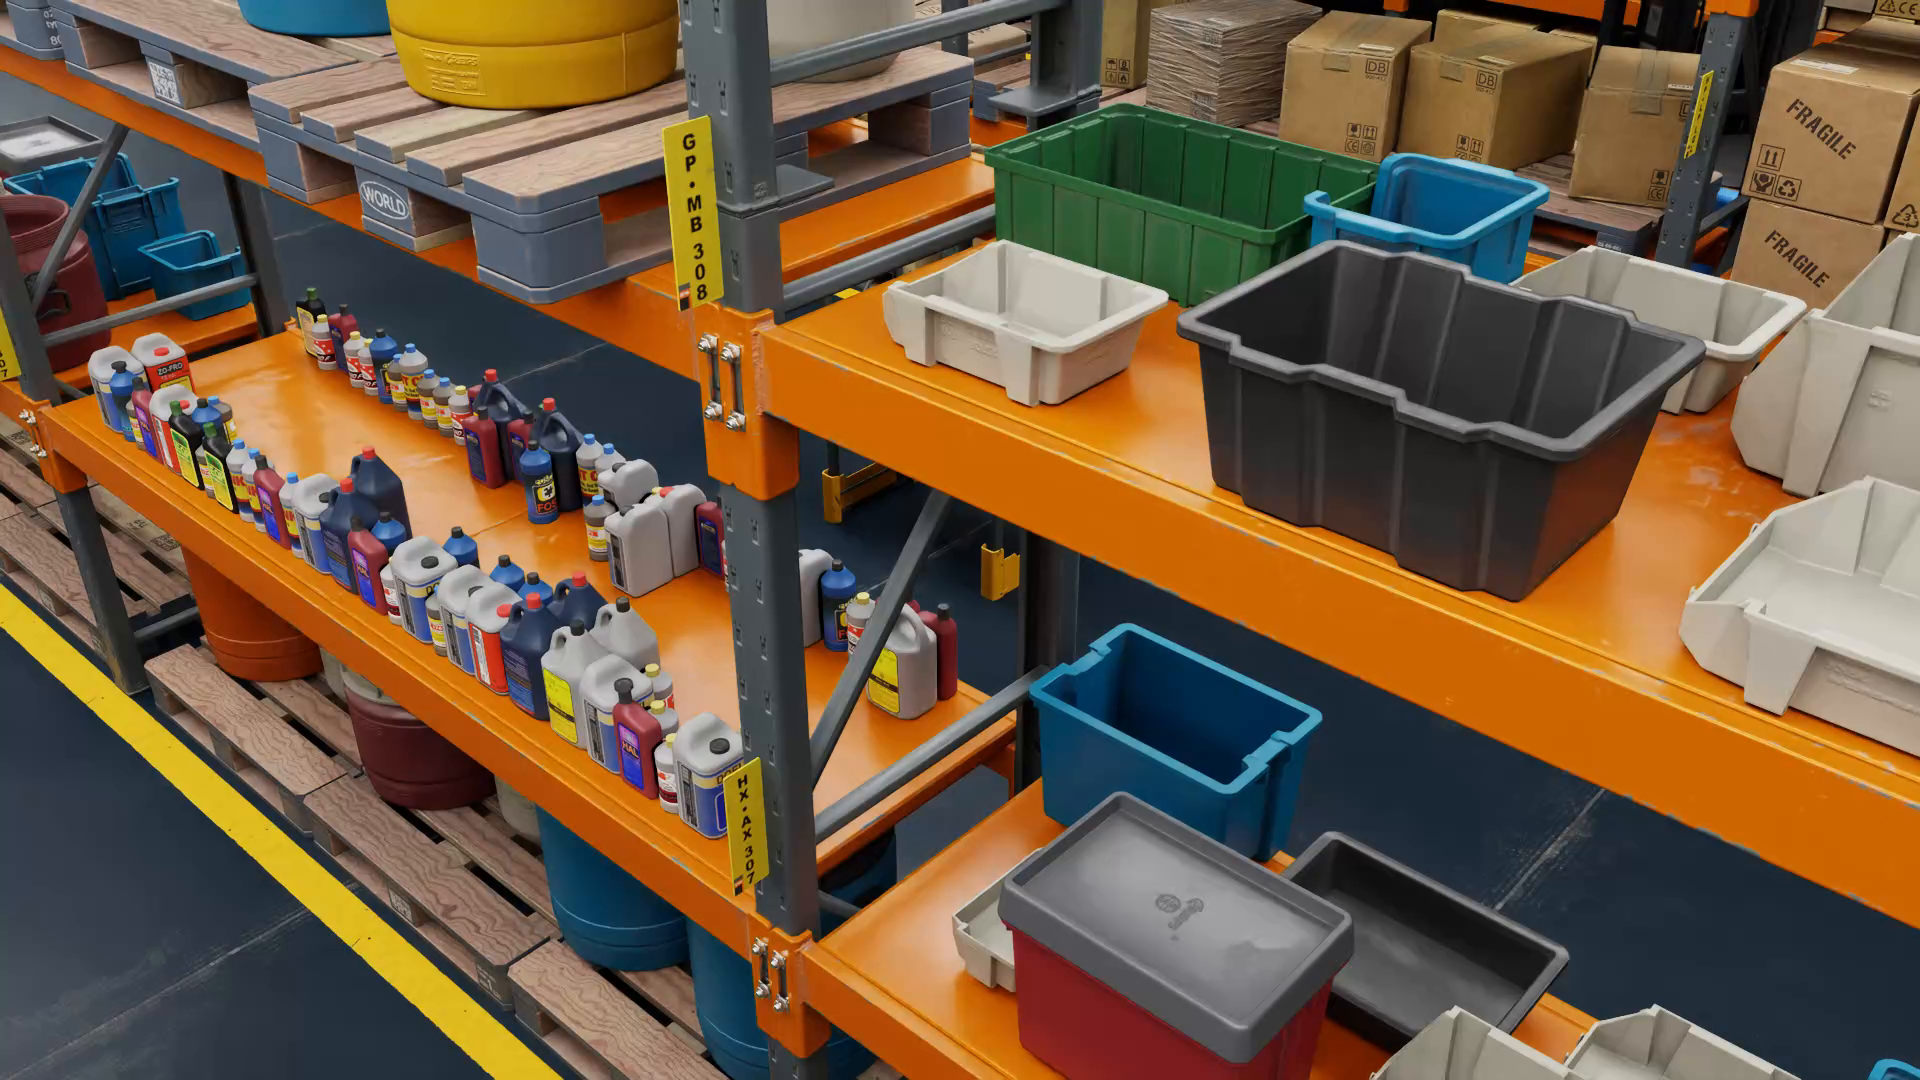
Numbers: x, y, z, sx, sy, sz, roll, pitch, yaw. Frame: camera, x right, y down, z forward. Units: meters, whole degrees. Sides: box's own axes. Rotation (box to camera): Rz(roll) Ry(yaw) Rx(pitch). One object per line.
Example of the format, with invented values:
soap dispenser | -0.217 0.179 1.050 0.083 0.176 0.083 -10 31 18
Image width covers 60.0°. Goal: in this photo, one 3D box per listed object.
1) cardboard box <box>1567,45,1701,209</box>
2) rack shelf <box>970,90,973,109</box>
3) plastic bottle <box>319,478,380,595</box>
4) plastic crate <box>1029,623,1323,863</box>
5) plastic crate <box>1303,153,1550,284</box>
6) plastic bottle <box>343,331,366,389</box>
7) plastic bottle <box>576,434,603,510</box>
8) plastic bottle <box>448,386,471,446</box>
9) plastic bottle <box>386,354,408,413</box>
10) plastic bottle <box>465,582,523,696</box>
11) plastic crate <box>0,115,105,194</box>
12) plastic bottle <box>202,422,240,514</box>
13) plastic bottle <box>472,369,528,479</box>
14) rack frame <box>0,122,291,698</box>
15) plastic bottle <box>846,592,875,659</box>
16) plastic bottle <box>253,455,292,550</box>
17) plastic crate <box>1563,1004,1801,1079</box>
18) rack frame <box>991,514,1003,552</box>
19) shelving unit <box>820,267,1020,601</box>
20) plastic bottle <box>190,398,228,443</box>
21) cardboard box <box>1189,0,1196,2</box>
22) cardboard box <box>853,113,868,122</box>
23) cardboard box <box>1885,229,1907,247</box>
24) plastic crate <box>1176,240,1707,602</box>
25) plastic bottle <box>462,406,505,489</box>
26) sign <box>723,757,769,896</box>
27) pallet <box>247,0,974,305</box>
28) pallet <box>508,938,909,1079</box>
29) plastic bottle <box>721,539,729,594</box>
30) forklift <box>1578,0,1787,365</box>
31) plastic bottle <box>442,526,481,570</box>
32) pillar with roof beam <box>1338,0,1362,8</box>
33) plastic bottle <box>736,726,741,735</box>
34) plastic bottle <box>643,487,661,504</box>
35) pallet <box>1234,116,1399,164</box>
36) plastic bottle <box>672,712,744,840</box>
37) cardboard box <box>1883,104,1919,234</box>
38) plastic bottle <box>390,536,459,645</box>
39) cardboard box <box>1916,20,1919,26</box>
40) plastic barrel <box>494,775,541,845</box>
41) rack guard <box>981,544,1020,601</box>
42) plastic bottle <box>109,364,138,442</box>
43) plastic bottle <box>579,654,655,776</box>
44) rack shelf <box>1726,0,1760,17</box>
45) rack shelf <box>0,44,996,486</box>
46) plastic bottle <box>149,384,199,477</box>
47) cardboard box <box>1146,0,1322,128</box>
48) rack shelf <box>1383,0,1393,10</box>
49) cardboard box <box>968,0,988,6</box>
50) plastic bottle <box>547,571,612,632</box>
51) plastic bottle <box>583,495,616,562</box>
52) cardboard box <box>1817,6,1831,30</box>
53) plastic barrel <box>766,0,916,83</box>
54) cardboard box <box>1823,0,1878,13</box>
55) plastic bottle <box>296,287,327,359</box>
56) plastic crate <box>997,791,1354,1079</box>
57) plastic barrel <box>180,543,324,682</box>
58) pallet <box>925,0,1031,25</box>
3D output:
cardboard box | 3.041 -1.841 7.396 0.500 0.500 0.700 12 33 19
rack shelf | -1.207 -3.137 10.751 4.000 0.370 1.077 25 39 35
plastic bottle | -1.803 -0.029 4.938 0.185 0.351 0.144 25 39 35
plastic crate | 0.490 0.536 3.908 0.575 0.384 0.392 25 39 35
plastic crate | 0.804 -0.497 2.920 0.300 0.233 0.416 25 39 35
plastic bottle | -2.220 -0.672 6.150 0.097 0.201 0.097 0 31 0
plastic bottle | -1.171 -0.212 5.318 0.097 0.271 0.097 0 31 0
plastic bottle | -1.715 -0.436 5.758 0.097 0.201 0.097 0 31 0
plastic bottle | -2.003 -0.571 5.982 0.097 0.201 0.097 0 31 0
plastic bottle | -1.239 0.263 4.525 0.135 0.276 0.152 25 39 35
plastic crate | -4.043 -1.564 7.378 0.583 0.464 0.402 25 39 35
plastic bottle | -2.364 -0.233 5.342 0.133 0.283 0.061 25 39 35
plastic bottle | -1.527 -0.396 5.547 0.185 0.351 0.144 25 39 35
rack frame | -3.051 -0.860 6.271 0.127 3.000 1.000 25 39 35
plastic bottle | -0.267 0.240 4.636 0.097 0.201 0.097 0 31 0
plastic bottle | -2.121 -0.120 5.154 0.133 0.283 0.061 25 39 35
plastic crate | 1.408 1.099 3.214 0.466 0.136 0.293 25 39 35
rack frame | 0.314 -0.496 7.120 0.032 1.500 0.500 25 39 35
shelving unit | -0.057 -0.669 7.407 1.083 1.500 0.587 25 39 35
plastic bottle | -2.495 -0.345 5.539 0.097 0.271 0.097 0 31 0
cardboard box | 2.337 -4.380 14.114 0.500 0.500 0.700 25 39 35
cardboard box | -0.687 -2.645 10.950 0.500 0.311 0.500 24 38 34
cardboard box | 3.819 -0.955 6.331 0.500 0.500 0.500 26 40 36
plastic crate | 0.652 -0.170 2.343 0.590 0.269 0.497 25 39 35
plastic bottle | -1.577 -0.319 5.485 0.133 0.283 0.061 25 39 35
sign | -0.455 0.615 3.552 0.005 0.325 0.100 25 39 35
pallet | -0.732 -0.914 3.635 1.003 0.211 1.213 25 39 35
pallet | -0.629 1.436 5.161 1.213 0.211 1.003 25 39 35
plastic bottle | -0.656 0.058 4.937 0.097 0.201 0.097 0 31 0
forklift | 4.073 -2.924 9.766 1.130 2.935 3.031 -9 32 -14
plastic bottle | -1.441 0.084 4.826 0.097 0.271 0.097 0 31 0
pillar with roof beam | 0.325 -6.354 9.579 0.400 9.000 9.100 25 39 35
plastic bottle | -0.524 0.542 4.134 0.097 0.201 0.097 0 31 0
plastic bottle | -0.927 -0.068 5.147 0.097 0.201 0.097 0 31 0
pallet | 1.721 -2.000 8.350 1.213 0.211 1.003 25 39 35
plastic bottle | -0.594 0.564 4.025 0.135 0.276 0.152 25 39 35
cardboard box | 3.785 -1.391 6.086 0.500 0.500 0.500 24 38 34
plastic bottle | -1.510 0.136 4.735 0.135 0.276 0.152 25 39 35
cardboard box | 6.122 -3.174 10.339 0.250 0.149 0.380 25 39 36
plastic barrel | -1.360 0.740 5.617 0.421 0.512 0.421 0 31 0
rack guard | 0.313 0.039 7.443 0.087 0.250 0.587 25 39 35
plastic bottle | -2.879 -0.481 5.766 0.097 0.271 0.097 0 31 0
plastic bottle | -0.865 0.438 4.235 0.135 0.276 0.152 25 39 35
rack shelf | 4.725 -1.654 5.378 4.000 0.370 1.077 25 39 35
rack shelf | -1.568 -1.145 4.533 4.000 0.370 1.077 25 39 35
plastic bottle | -2.604 -0.374 5.583 0.135 0.276 0.152 25 39 35
cardboard box | 1.369 -2.412 8.344 0.700 0.500 0.500 -21 37 -31
rack shelf | 2.114 -5.033 13.899 4.000 0.370 1.077 25 39 35
cardboard box | 0.215 -5.182 15.769 0.250 0.166 0.380 20 36 29
plastic bottle | -1.026 0.233 4.503 0.185 0.351 0.144 25 39 35
plastic bottle | -1.101 -0.043 5.107 0.097 0.201 0.097 0 31 0
cardboard box | 5.522 -3.428 10.761 0.250 0.149 0.380 25 39 35
plastic barrel | -0.307 -1.277 3.516 0.433 0.535 0.433 0 31 0
cardboard box | 5.667 -3.680 10.549 0.500 0.500 0.500 25 39 35
plastic bottle | -2.464 -0.834 6.340 0.133 0.283 0.061 25 39 35
plastic crate | 0.409 0.876 3.267 0.583 0.464 0.402 25 39 35
plastic barrel | -2.676 0.052 6.452 0.708 0.830 0.600 25 39 35
pallet | 0.110 -5.058 15.946 1.213 0.211 1.003 25 39 35
